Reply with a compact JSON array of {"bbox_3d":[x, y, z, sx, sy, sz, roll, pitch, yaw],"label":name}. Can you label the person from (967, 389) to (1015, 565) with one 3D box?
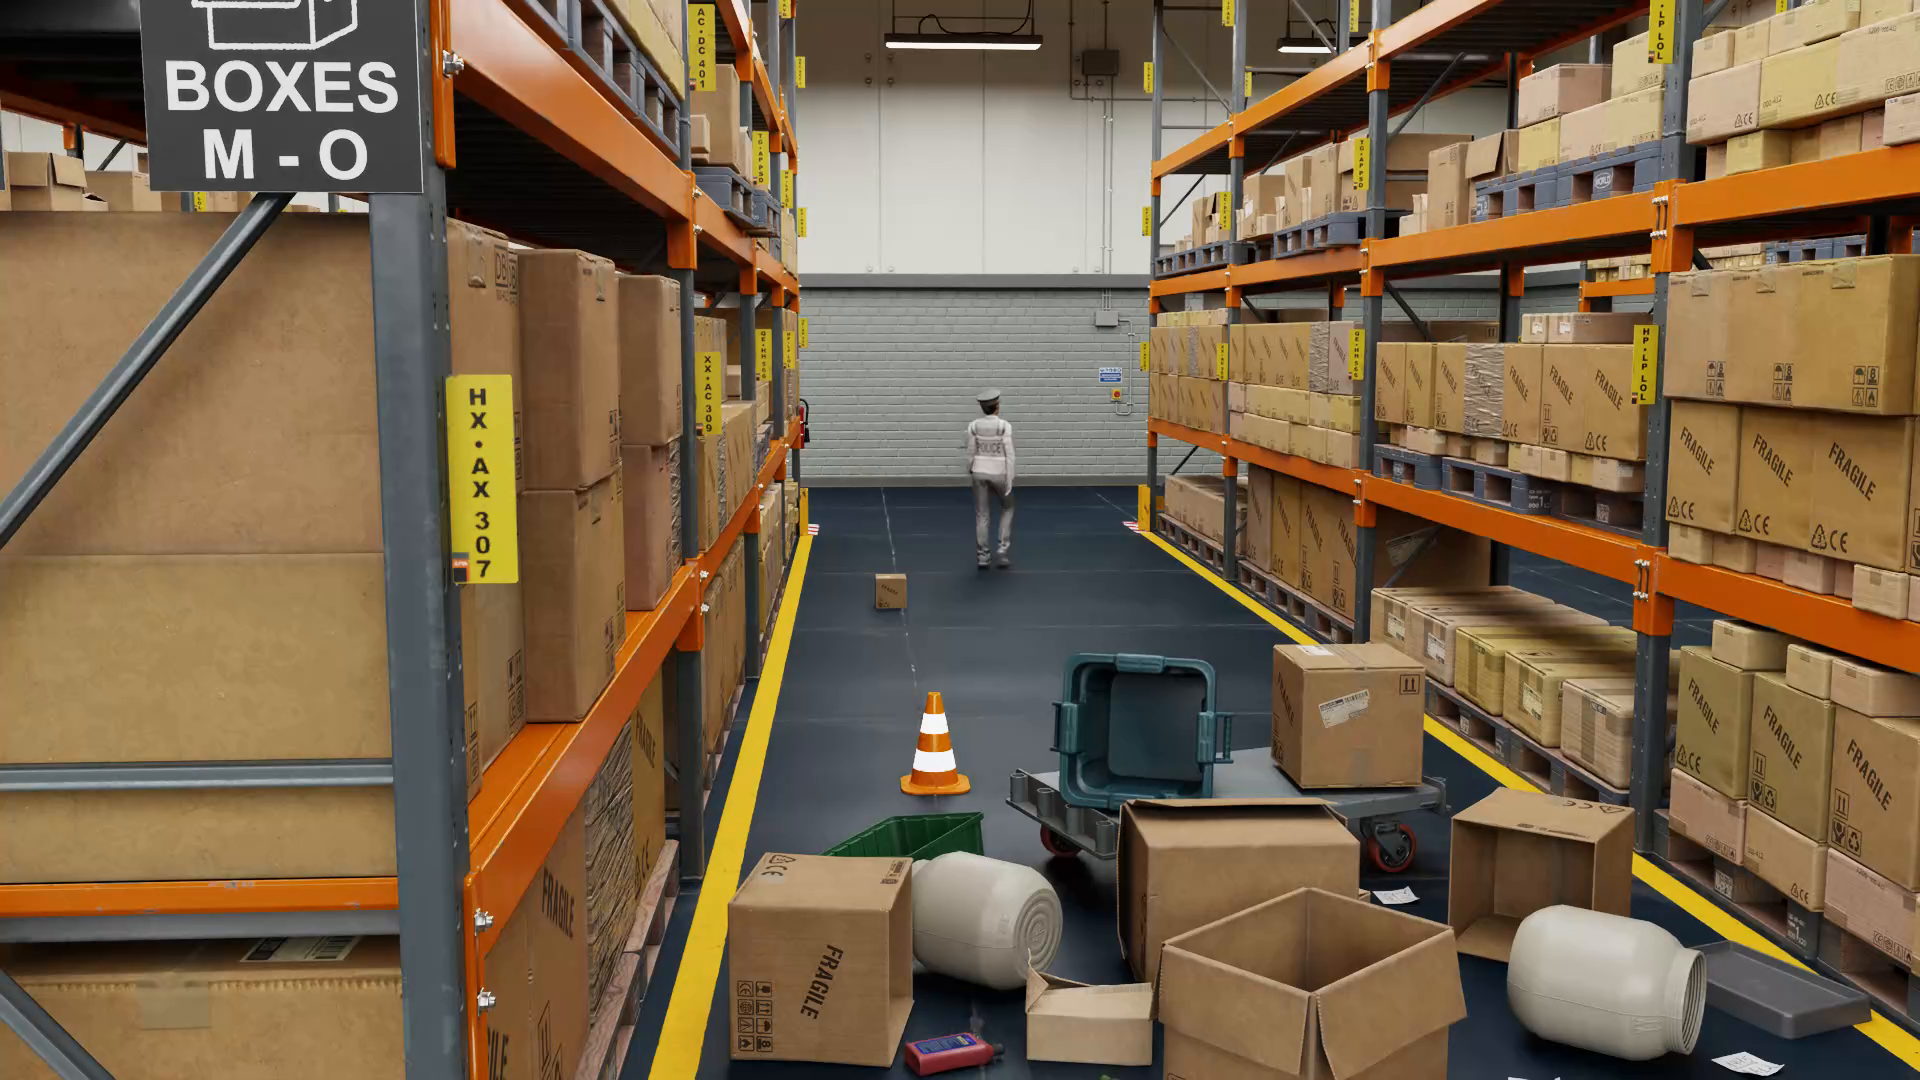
[{"bbox_3d":[0.304,-0.577,15.883,0.491,1.728,0.478,1,7,10],"label":"person"}]
